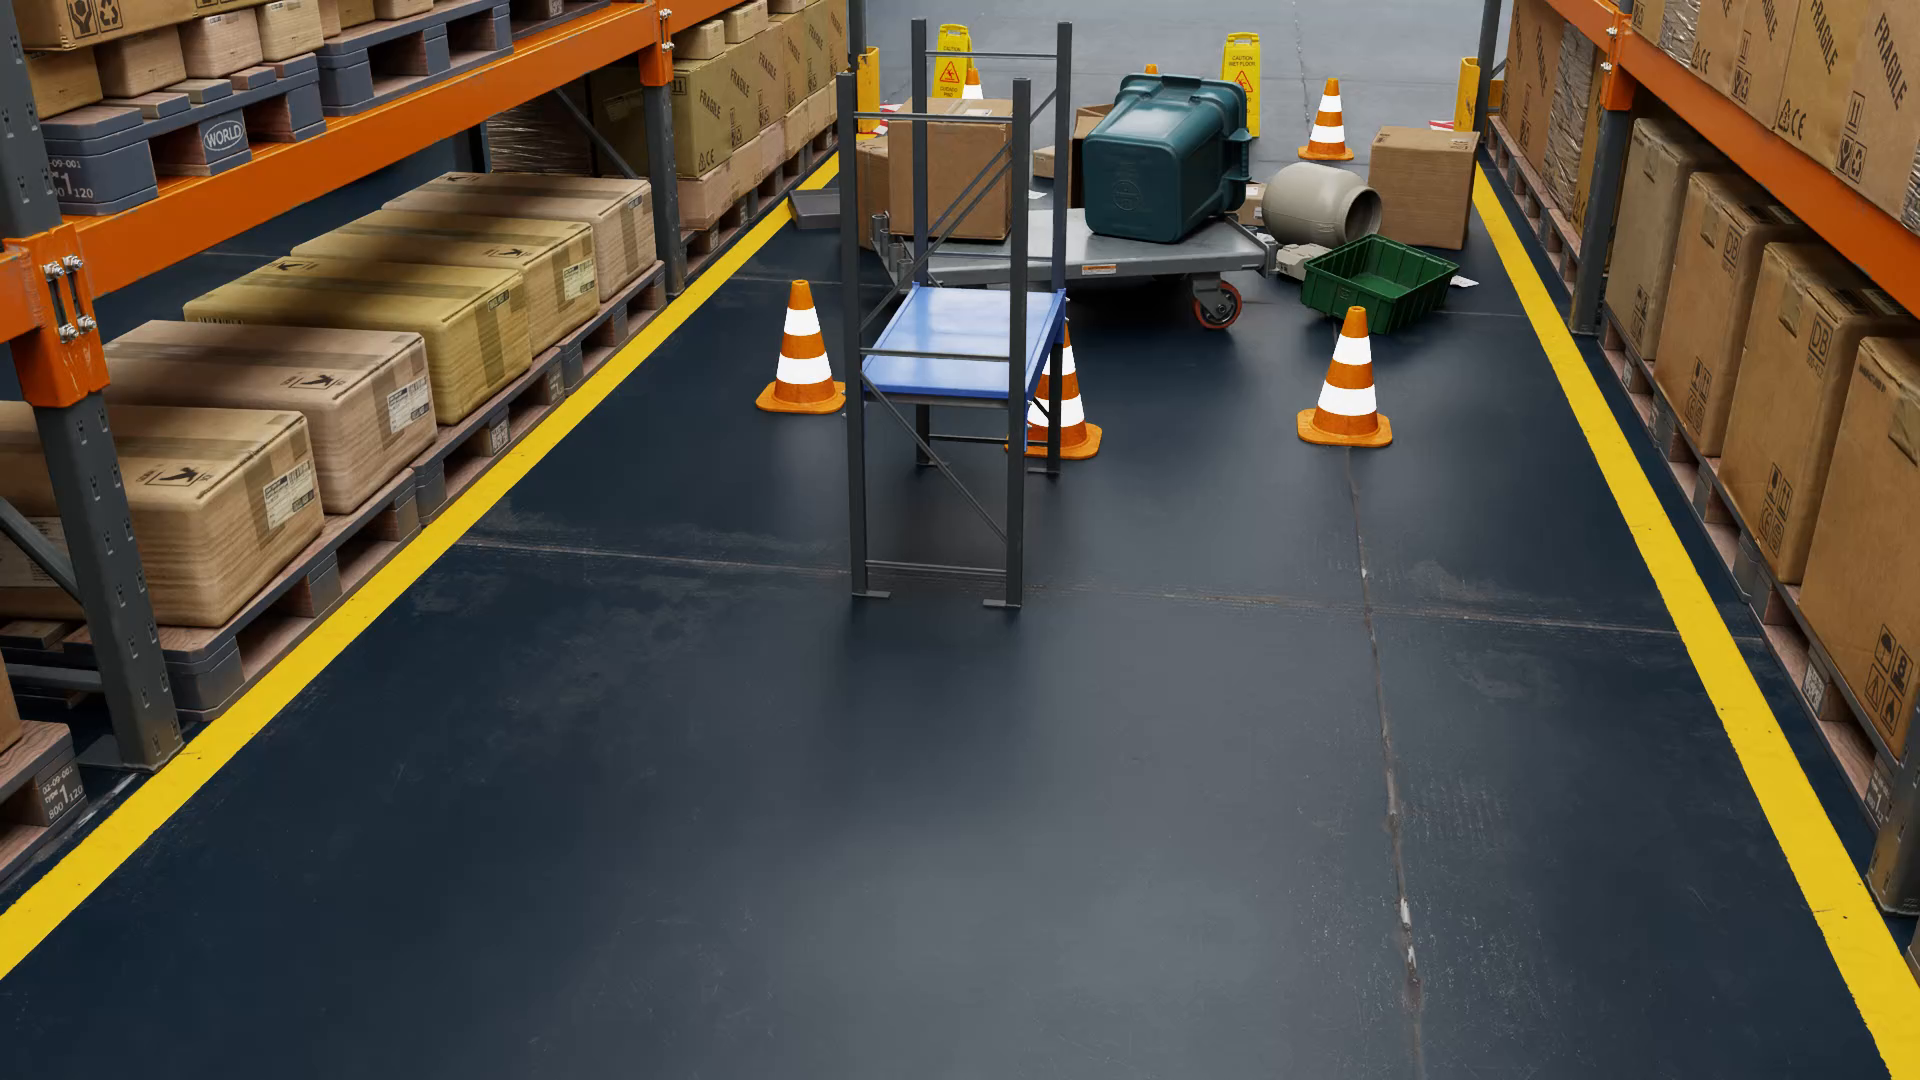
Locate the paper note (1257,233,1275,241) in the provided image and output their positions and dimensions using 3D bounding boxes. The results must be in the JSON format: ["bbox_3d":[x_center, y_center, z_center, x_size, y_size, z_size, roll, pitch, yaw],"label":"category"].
[{"bbox_3d":[1.538,-1.569,8.574,0.172,0.023,0.155,13,28,26],"label":"paper note"}]

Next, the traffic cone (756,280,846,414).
[{"bbox_3d":[-0.600,-0.758,6.324,0.336,0.463,0.334,4,25,9],"label":"traffic cone"}]

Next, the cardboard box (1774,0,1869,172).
[{"bbox_3d":[2.441,-1.219,4.198,0.500,0.500,0.500,4,25,8],"label":"cardboard box"}]

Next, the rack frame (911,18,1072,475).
[{"bbox_3d":[0.097,-0.928,5.462,0.500,1.500,0.032,4,25,9],"label":"rack frame"}]

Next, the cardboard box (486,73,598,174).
[{"bbox_3d":[-1.947,-2.073,8.005,0.500,0.500,0.500,4,25,8],"label":"cardboard box"}]

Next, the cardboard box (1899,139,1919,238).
[{"bbox_3d":[2.276,-0.801,3.306,0.500,0.500,0.500,4,25,9],"label":"cardboard box"}]

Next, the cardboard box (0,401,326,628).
[{"bbox_3d":[-2.330,-0.085,4.499,0.950,0.372,0.625,2,25,5],"label":"cardboard box"}]

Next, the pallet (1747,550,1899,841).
[{"bbox_3d":[2.671,0.389,4.169,1.003,0.211,1.213,4,25,9],"label":"pallet"}]

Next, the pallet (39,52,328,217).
[{"bbox_3d":[-2.421,-1.068,4.220,1.213,0.211,1.003,4,25,9],"label":"pallet"}]

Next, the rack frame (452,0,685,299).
[{"bbox_3d":[-1.779,-2.523,7.101,1.000,3.000,0.127,4,25,9],"label":"rack frame"}]

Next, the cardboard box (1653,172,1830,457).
[{"bbox_3d":[2.947,-0.724,5.418,1.050,0.750,0.750,4,25,9],"label":"cardboard box"}]

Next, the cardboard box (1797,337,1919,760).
[{"bbox_3d":[2.656,0.031,3.804,1.050,0.750,0.750,4,25,8],"label":"cardboard box"}]

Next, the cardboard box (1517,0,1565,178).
[{"bbox_3d":[3.587,-2.467,8.992,0.875,0.875,0.875,4,25,8],"label":"cardboard box"}]

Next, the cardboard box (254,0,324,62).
[{"bbox_3d":[-1.961,-1.390,4.482,0.380,0.149,0.250,4,25,9],"label":"cardboard box"}]

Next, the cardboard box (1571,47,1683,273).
[{"bbox_3d":[3.293,-1.708,7.372,0.875,0.875,0.875,4,25,9],"label":"cardboard box"}]

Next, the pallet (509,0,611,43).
[{"bbox_3d":[-2.047,-2.126,6.481,1.003,0.211,1.213,4,25,9],"label":"pallet"}]

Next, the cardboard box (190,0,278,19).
[{"bbox_3d":[-2.053,-1.611,4.189,0.500,0.500,0.500,5,26,11],"label":"cardboard box"}]

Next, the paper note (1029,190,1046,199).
[{"bbox_3d":[0.397,-1.968,9.431,0.148,0.019,0.142,13,28,26],"label":"paper note"}]

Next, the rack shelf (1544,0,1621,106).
[{"bbox_3d":[3.448,-2.733,8.398,1.077,0.370,4.000,4,25,9],"label":"rack shelf"}]

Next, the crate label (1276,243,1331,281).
[{"bbox_3d":[1.650,-1.316,7.900,0.298,0.136,0.250,-14,29,-27],"label":"crate label"}]

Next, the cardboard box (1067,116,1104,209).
[{"bbox_3d":[0.941,-1.825,8.395,0.797,0.637,0.503,4,25,9],"label":"cardboard box"}]

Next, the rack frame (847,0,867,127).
[{"bbox_3d":[-1.125,-4.196,10.675,1.000,3.000,0.127,4,25,9],"label":"rack frame"}]

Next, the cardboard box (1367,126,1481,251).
[{"bbox_3d":[2.362,-1.811,8.527,0.500,0.500,0.500,8,26,18],"label":"cardboard box"}]

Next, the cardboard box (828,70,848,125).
[{"bbox_3d":[-0.996,-2.774,10.386,0.500,0.250,0.500,4,25,8],"label":"cardboard box"}]

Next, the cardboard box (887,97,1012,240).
[{"bbox_3d":[-0.018,-1.623,7.234,0.500,0.500,0.500,4,25,9],"label":"cardboard box"}]

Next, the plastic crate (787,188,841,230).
[{"bbox_3d":[-0.713,-1.800,9.002,0.402,0.080,0.583,-5,25,-10],"label":"plastic crate"}]

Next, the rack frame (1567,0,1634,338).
[{"bbox_3d":[3.121,-2.222,6.459,1.000,3.000,0.127,4,25,9],"label":"rack frame"}]

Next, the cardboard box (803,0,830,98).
[{"bbox_3d":[-1.081,-2.909,9.789,0.500,0.500,0.500,5,26,10],"label":"cardboard box"}]

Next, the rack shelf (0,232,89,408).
[{"bbox_3d":[-2.759,0.312,1.893,1.077,0.370,4.000,4,25,9],"label":"rack shelf"}]

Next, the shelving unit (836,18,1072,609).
[{"bbox_3d":[0.014,-0.715,5.008,0.538,1.500,1.048,4,25,9],"label":"shelving unit"}]

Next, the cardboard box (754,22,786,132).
[{"bbox_3d":[-1.254,-2.477,8.867,0.500,0.500,0.500,5,26,11],"label":"cardboard box"}]

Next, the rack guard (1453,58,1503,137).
[{"bbox_3d":[3.779,-2.773,10.584,1.175,0.500,0.348,4,25,9],"label":"rack guard"}]

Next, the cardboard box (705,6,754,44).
[{"bbox_3d":[-1.254,-2.592,8.348,0.380,0.149,0.250,5,26,11],"label":"cardboard box"}]

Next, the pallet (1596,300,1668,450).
[{"bbox_3d":[3.069,-0.631,6.350,1.003,0.211,1.213,4,25,9],"label":"pallet"}]

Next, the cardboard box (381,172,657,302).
[{"bbox_3d":[-1.862,-1.303,7.100,0.950,0.372,0.625,4,25,9],"label":"cardboard box"}]

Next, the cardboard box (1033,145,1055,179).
[{"bbox_3d":[0.654,-2.217,9.810,0.380,0.149,0.250,19,31,35],"label":"cardboard box"}]

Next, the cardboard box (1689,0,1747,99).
[{"bbox_3d":[2.604,-1.646,5.110,0.500,0.500,0.500,4,25,8],"label":"cardboard box"}]

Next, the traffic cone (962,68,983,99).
[{"bbox_3d":[0.077,-2.778,10.638,0.336,0.463,0.334,4,25,9],"label":"traffic cone"}]

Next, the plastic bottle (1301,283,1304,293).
[{"bbox_3d":[1.677,-1.111,7.552,0.133,0.061,0.283,-9,27,-19],"label":"plastic bottle"}]

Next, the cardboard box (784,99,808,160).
[{"bbox_3d":[-1.164,-2.349,9.477,0.500,0.250,0.500,3,25,7],"label":"cardboard box"}]

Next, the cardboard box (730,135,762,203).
[{"bbox_3d":[-1.340,-1.920,8.561,0.500,0.250,0.500,5,26,11],"label":"cardboard box"}]

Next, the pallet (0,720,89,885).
[{"bbox_3d":[-2.636,0.738,3.425,1.003,0.211,1.213,4,25,9],"label":"pallet"}]

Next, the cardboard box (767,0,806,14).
[{"bbox_3d":[-1.081,-3.048,9.321,0.380,0.149,0.250,5,26,11],"label":"cardboard box"}]

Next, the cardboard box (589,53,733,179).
[{"bbox_3d":[-1.416,-2.035,7.923,0.500,0.500,0.500,5,26,11],"label":"cardboard box"}]

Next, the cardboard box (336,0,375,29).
[{"bbox_3d":[-1.991,-1.617,4.967,0.380,0.149,0.250,5,26,11],"label":"cardboard box"}]

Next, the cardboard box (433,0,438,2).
[{"bbox_3d":[-1.916,-1.836,5.435,0.380,0.149,0.250,3,25,7],"label":"cardboard box"}]

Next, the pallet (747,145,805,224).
[{"bbox_3d":[-1.507,-2.055,9.391,1.003,0.211,1.213,4,25,9],"label":"pallet"}]

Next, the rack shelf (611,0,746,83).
[{"bbox_3d":[-1.452,-3.033,9.041,1.077,0.370,4.000,4,25,9],"label":"rack shelf"}]

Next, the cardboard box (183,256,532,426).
[{"bbox_3d":[-2.088,-0.711,5.836,0.950,0.372,0.625,5,26,10],"label":"cardboard box"}]

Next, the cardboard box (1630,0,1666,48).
[{"bbox_3d":[2.770,-2.066,6.008,0.500,0.500,0.500,4,25,9],"label":"cardboard box"}]

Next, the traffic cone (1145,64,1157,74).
[{"bbox_3d":[1.228,-2.843,10.778,0.336,0.463,0.334,4,25,9],"label":"traffic cone"}]

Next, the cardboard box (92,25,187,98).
[{"bbox_3d":[-2.117,-1.165,4.002,0.380,0.149,0.250,2,25,5],"label":"cardboard box"}]

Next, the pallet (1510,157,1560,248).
[{"bbox_3d":[3.520,-1.783,8.811,1.003,0.211,1.213,4,25,9],"label":"pallet"}]

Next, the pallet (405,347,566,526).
[{"bbox_3d":[-2.102,-0.422,5.903,1.003,0.211,1.213,4,25,9],"label":"pallet"}]

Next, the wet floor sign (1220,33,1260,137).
[{"bbox_3d":[1.826,-2.978,10.851,0.267,0.644,0.232,0,25,-1],"label":"wet floor sign"}]
